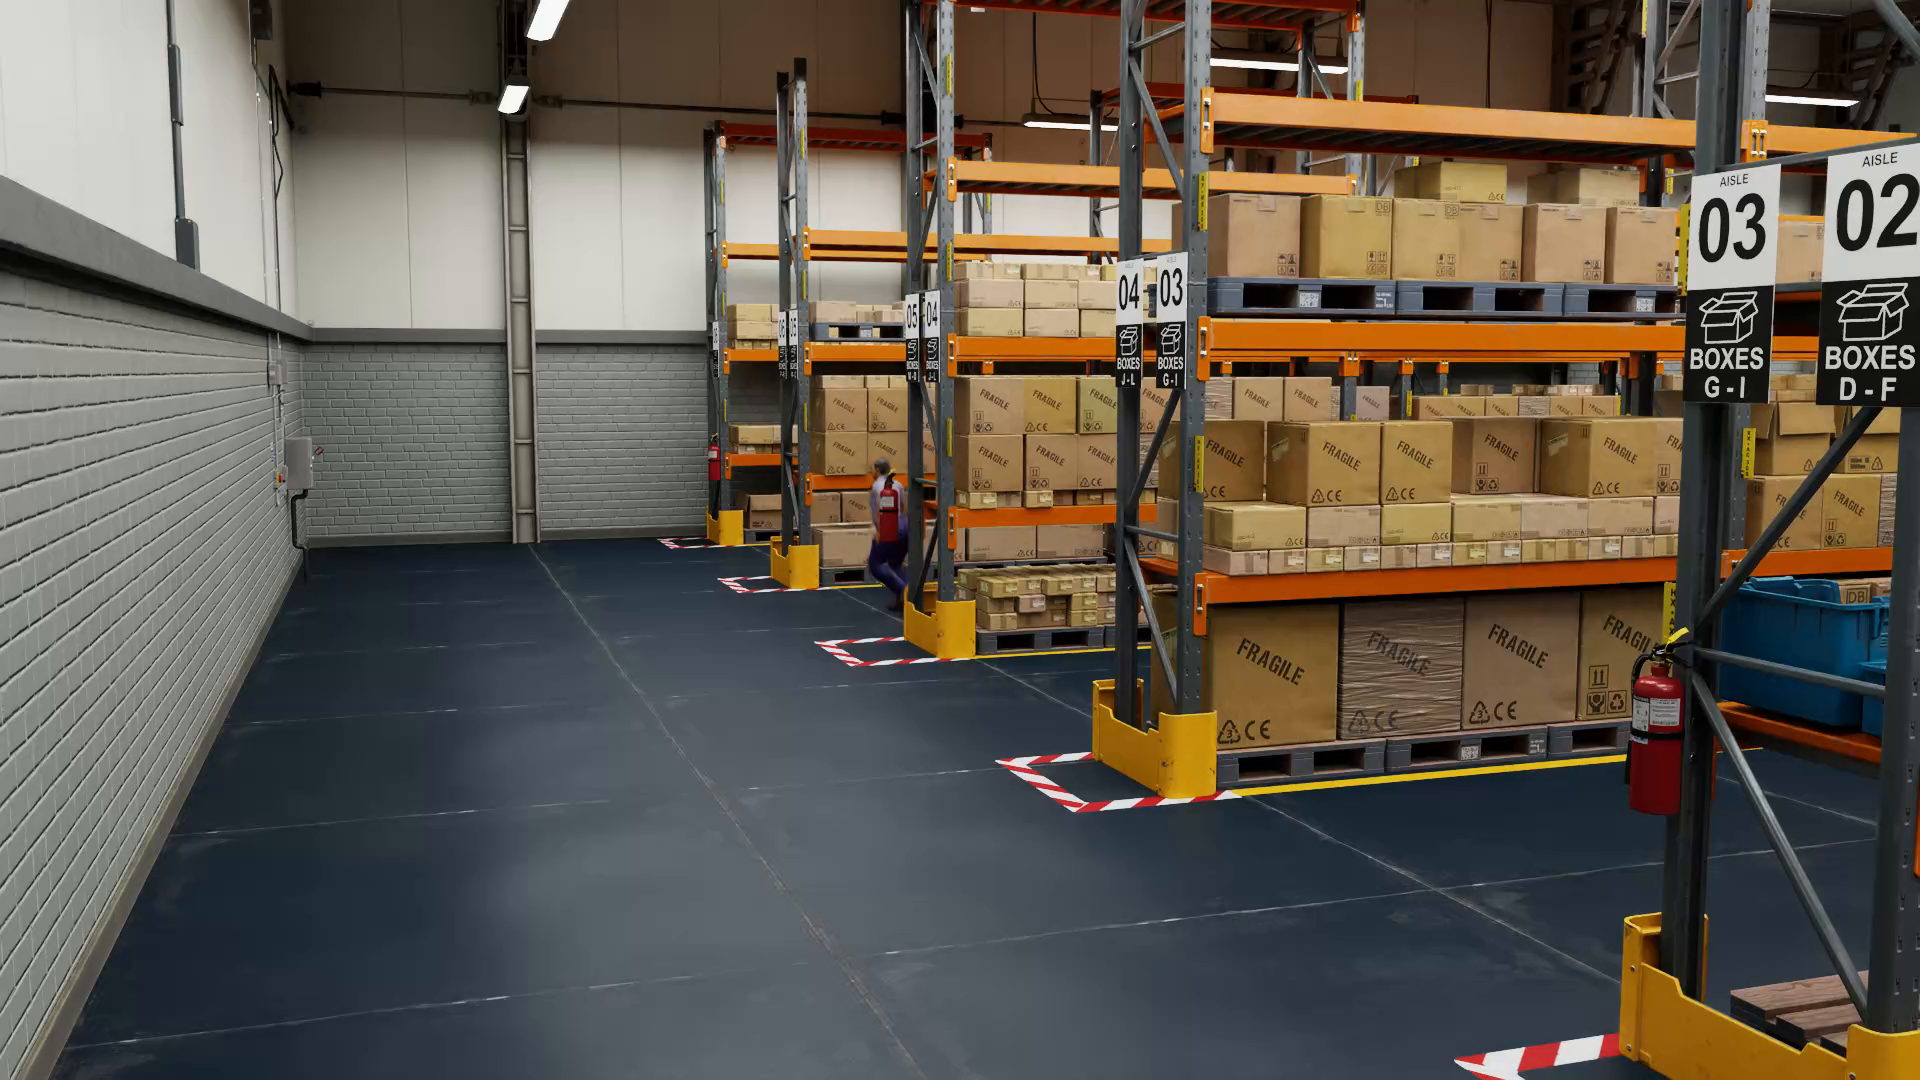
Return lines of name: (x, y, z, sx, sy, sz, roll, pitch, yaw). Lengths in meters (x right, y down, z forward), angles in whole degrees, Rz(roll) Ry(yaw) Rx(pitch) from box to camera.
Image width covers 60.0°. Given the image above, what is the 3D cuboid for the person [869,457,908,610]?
person: (-0.700, -0.062, 17.405, 0.585, 1.599, 0.542, 3, 7, 30)
